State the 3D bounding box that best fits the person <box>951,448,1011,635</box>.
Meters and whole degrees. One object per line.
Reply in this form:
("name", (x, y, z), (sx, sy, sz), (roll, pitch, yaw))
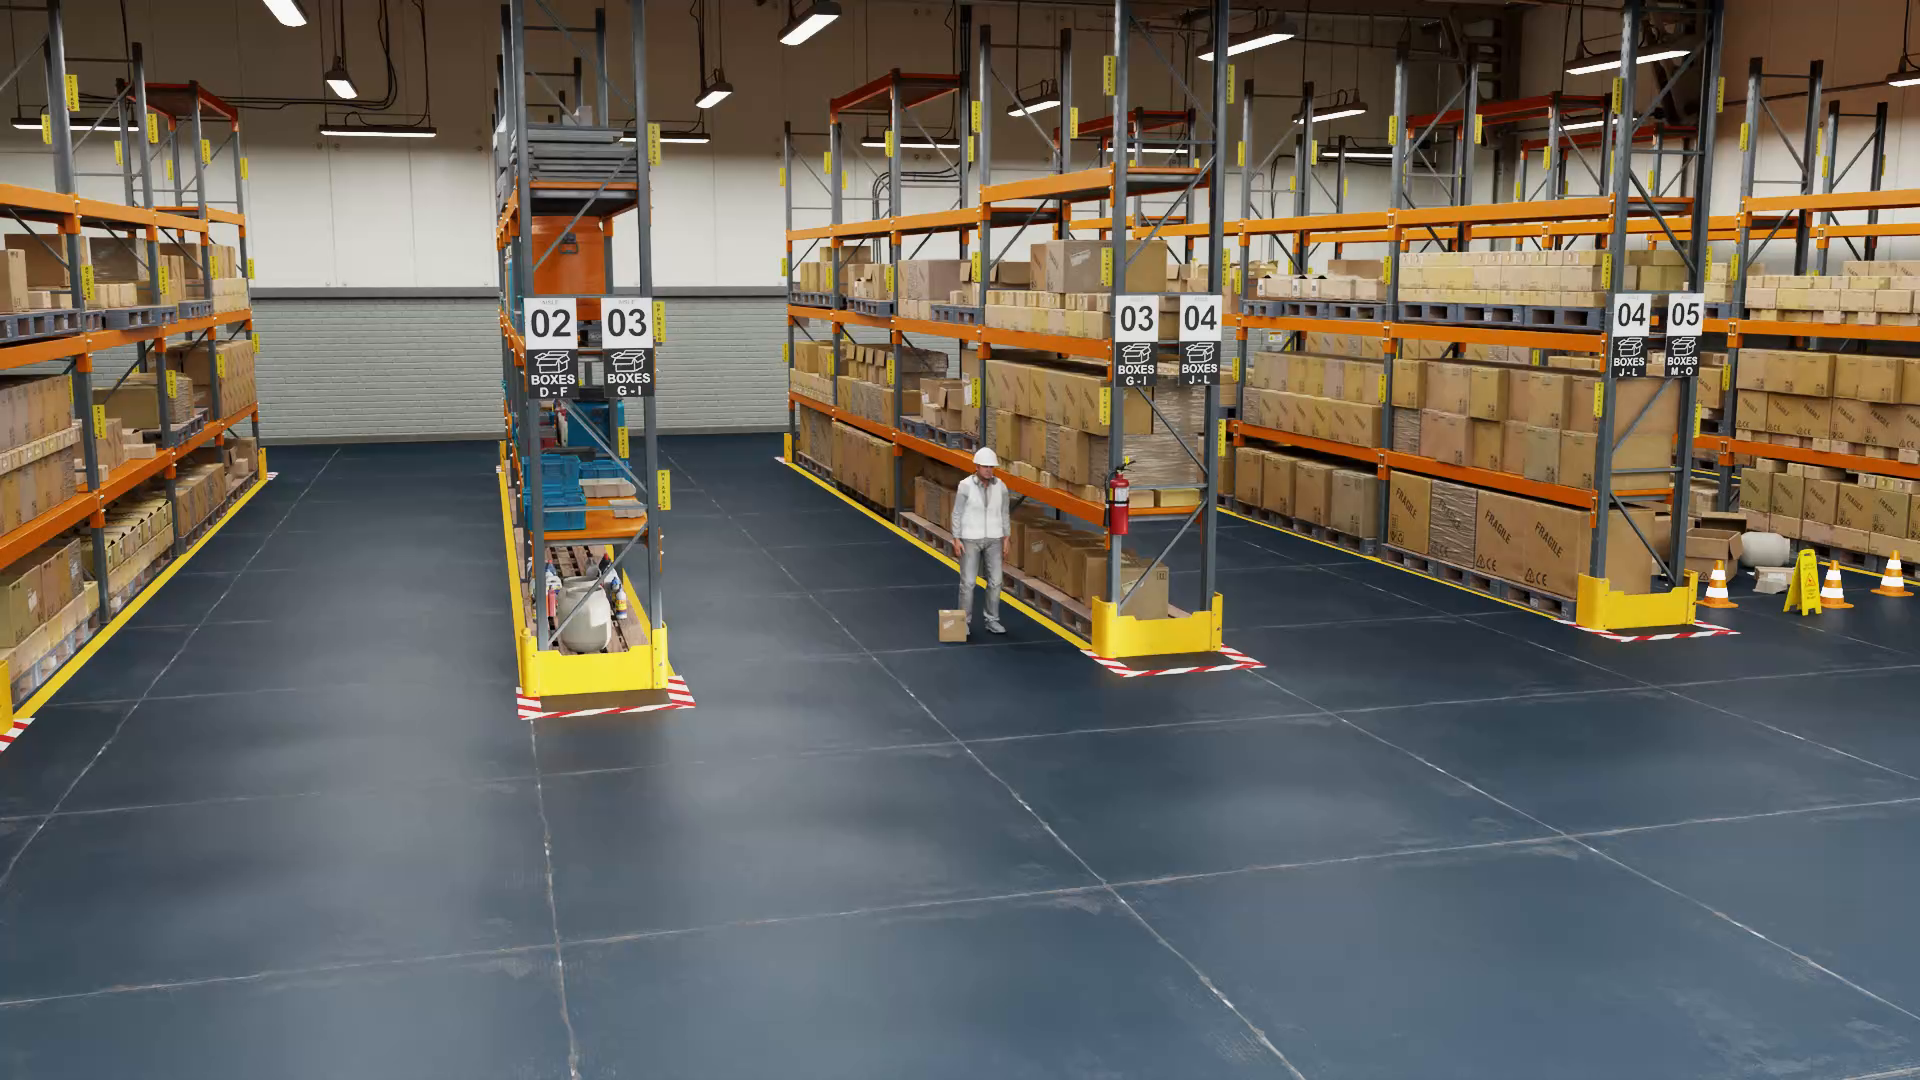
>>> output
("person", (0.206, 0.002, 15.773), (0.581, 1.771, 0.461), (-3, 10, -17))
